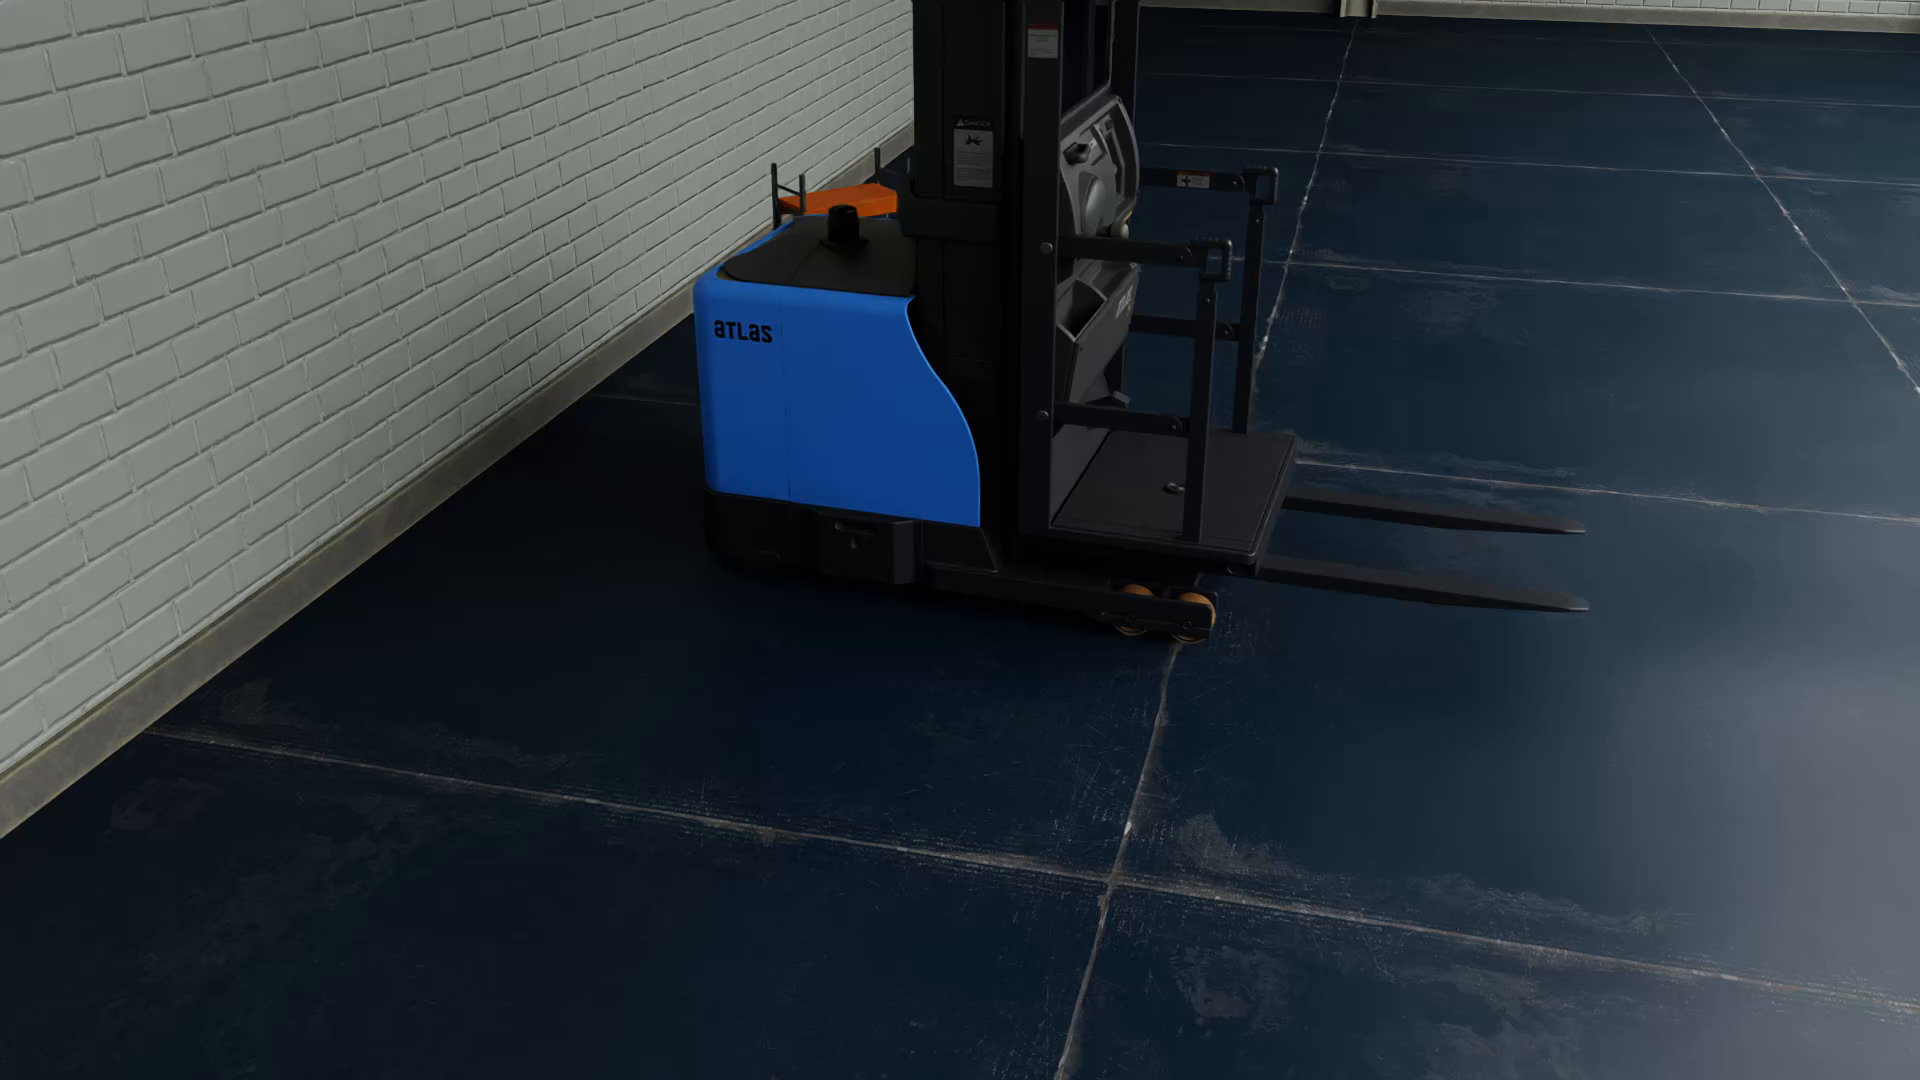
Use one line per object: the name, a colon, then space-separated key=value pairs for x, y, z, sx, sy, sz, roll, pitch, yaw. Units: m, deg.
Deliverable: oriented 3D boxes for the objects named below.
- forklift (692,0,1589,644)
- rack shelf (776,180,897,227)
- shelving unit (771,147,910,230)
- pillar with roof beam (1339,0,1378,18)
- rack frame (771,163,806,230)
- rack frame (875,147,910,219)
forklift: x=0.651 y=-1.234 z=5.433 sx=3.031 sy=2.935 sz=1.130 roll=8 pitch=27 yaw=16
rack shelf: x=-0.477 y=-1.326 z=6.720 sx=0.480 sy=0.148 sz=0.258 roll=-17 pitch=31 yaw=-32
shelving unit: x=-0.480 y=-0.973 z=6.893 sx=0.503 sy=1.200 sz=0.258 roll=-17 pitch=31 yaw=-32
pillar with roof beam: x=3.361 y=-8.111 z=12.819 sx=0.400 sy=9.000 sz=9.100 roll=6 pitch=26 yaw=13
rack frame: x=-0.679 y=-0.912 z=6.766 sx=0.015 sy=1.200 sz=0.240 roll=-17 pitch=31 yaw=-32
rack frame: x=-0.281 y=-1.034 z=7.021 sx=0.015 sy=1.200 sz=0.240 roll=-17 pitch=31 yaw=-32
